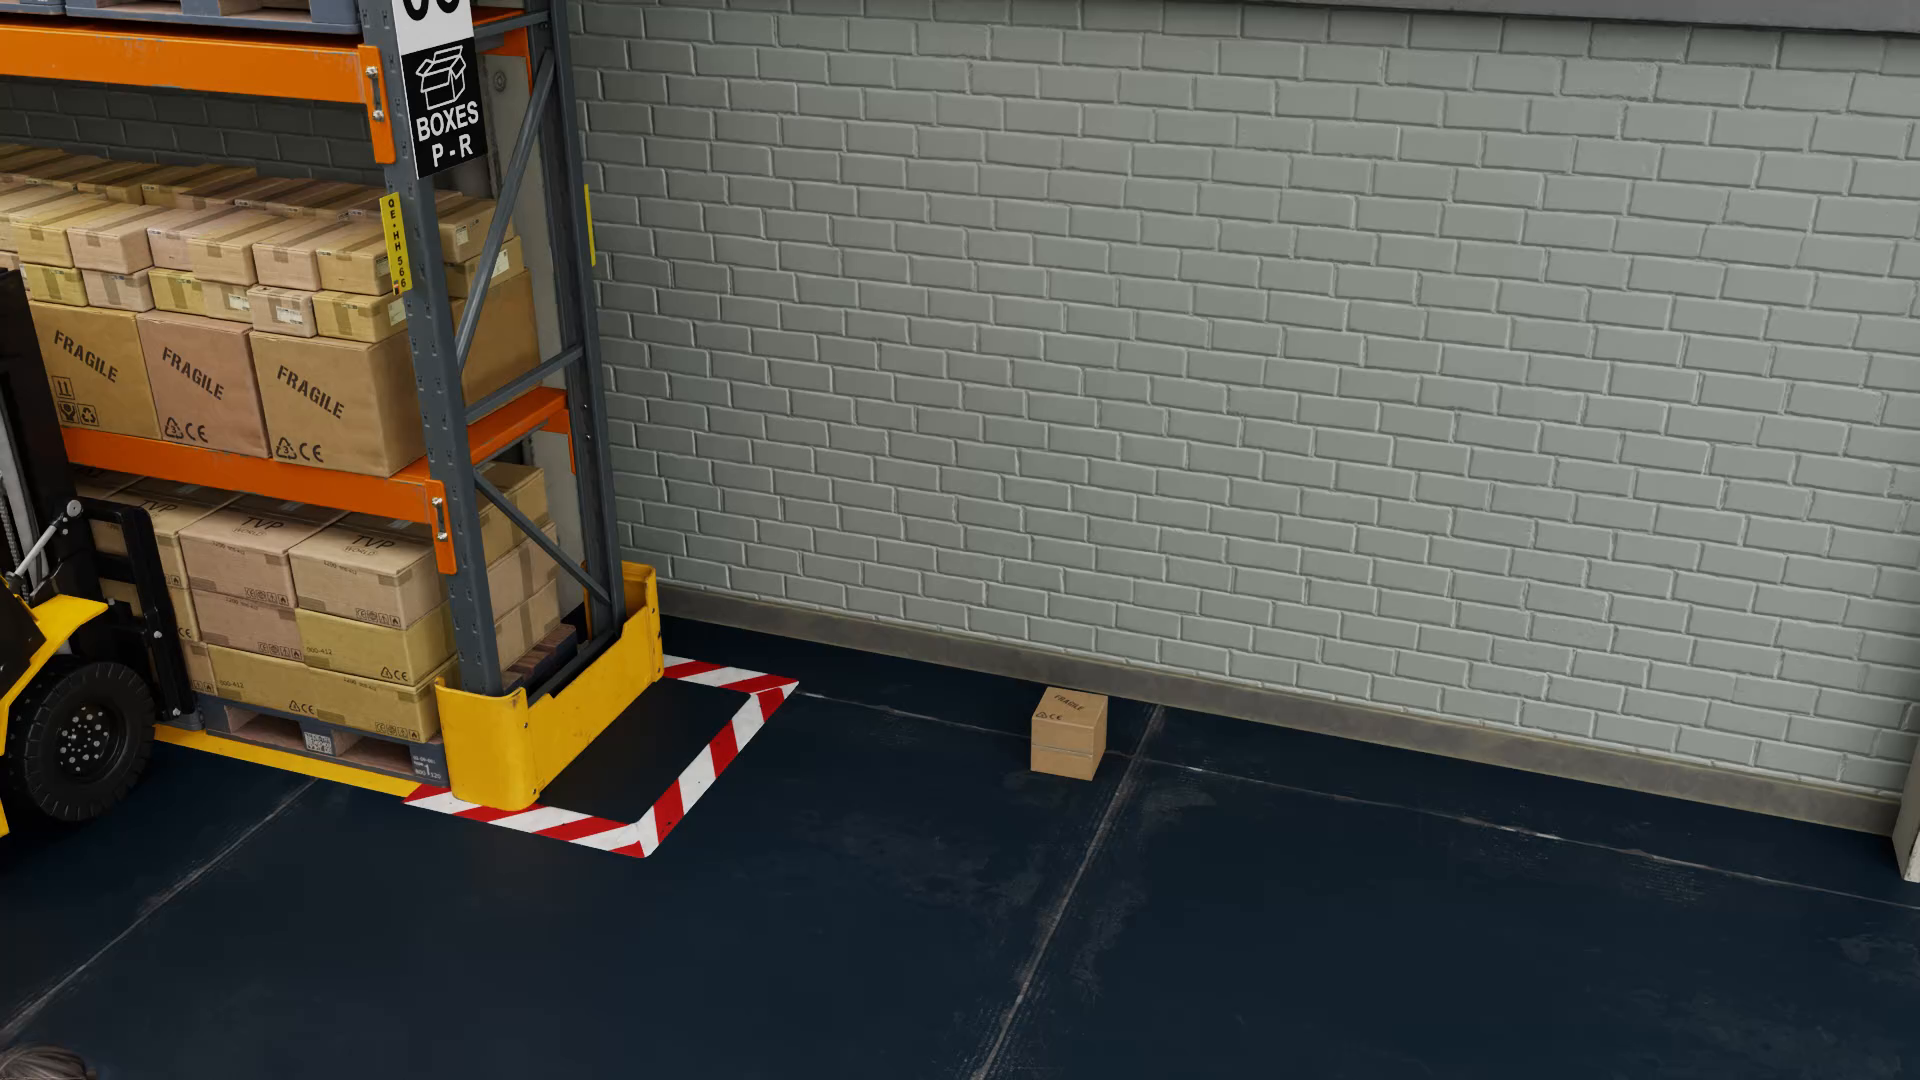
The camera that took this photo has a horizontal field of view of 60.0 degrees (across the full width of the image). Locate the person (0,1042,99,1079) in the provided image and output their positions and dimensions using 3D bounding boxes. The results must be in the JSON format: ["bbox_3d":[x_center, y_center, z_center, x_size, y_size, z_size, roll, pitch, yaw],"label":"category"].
[{"bbox_3d":[-1.687,1.681,3.149,0.490,1.626,0.864,9,27,19],"label":"person"}]
